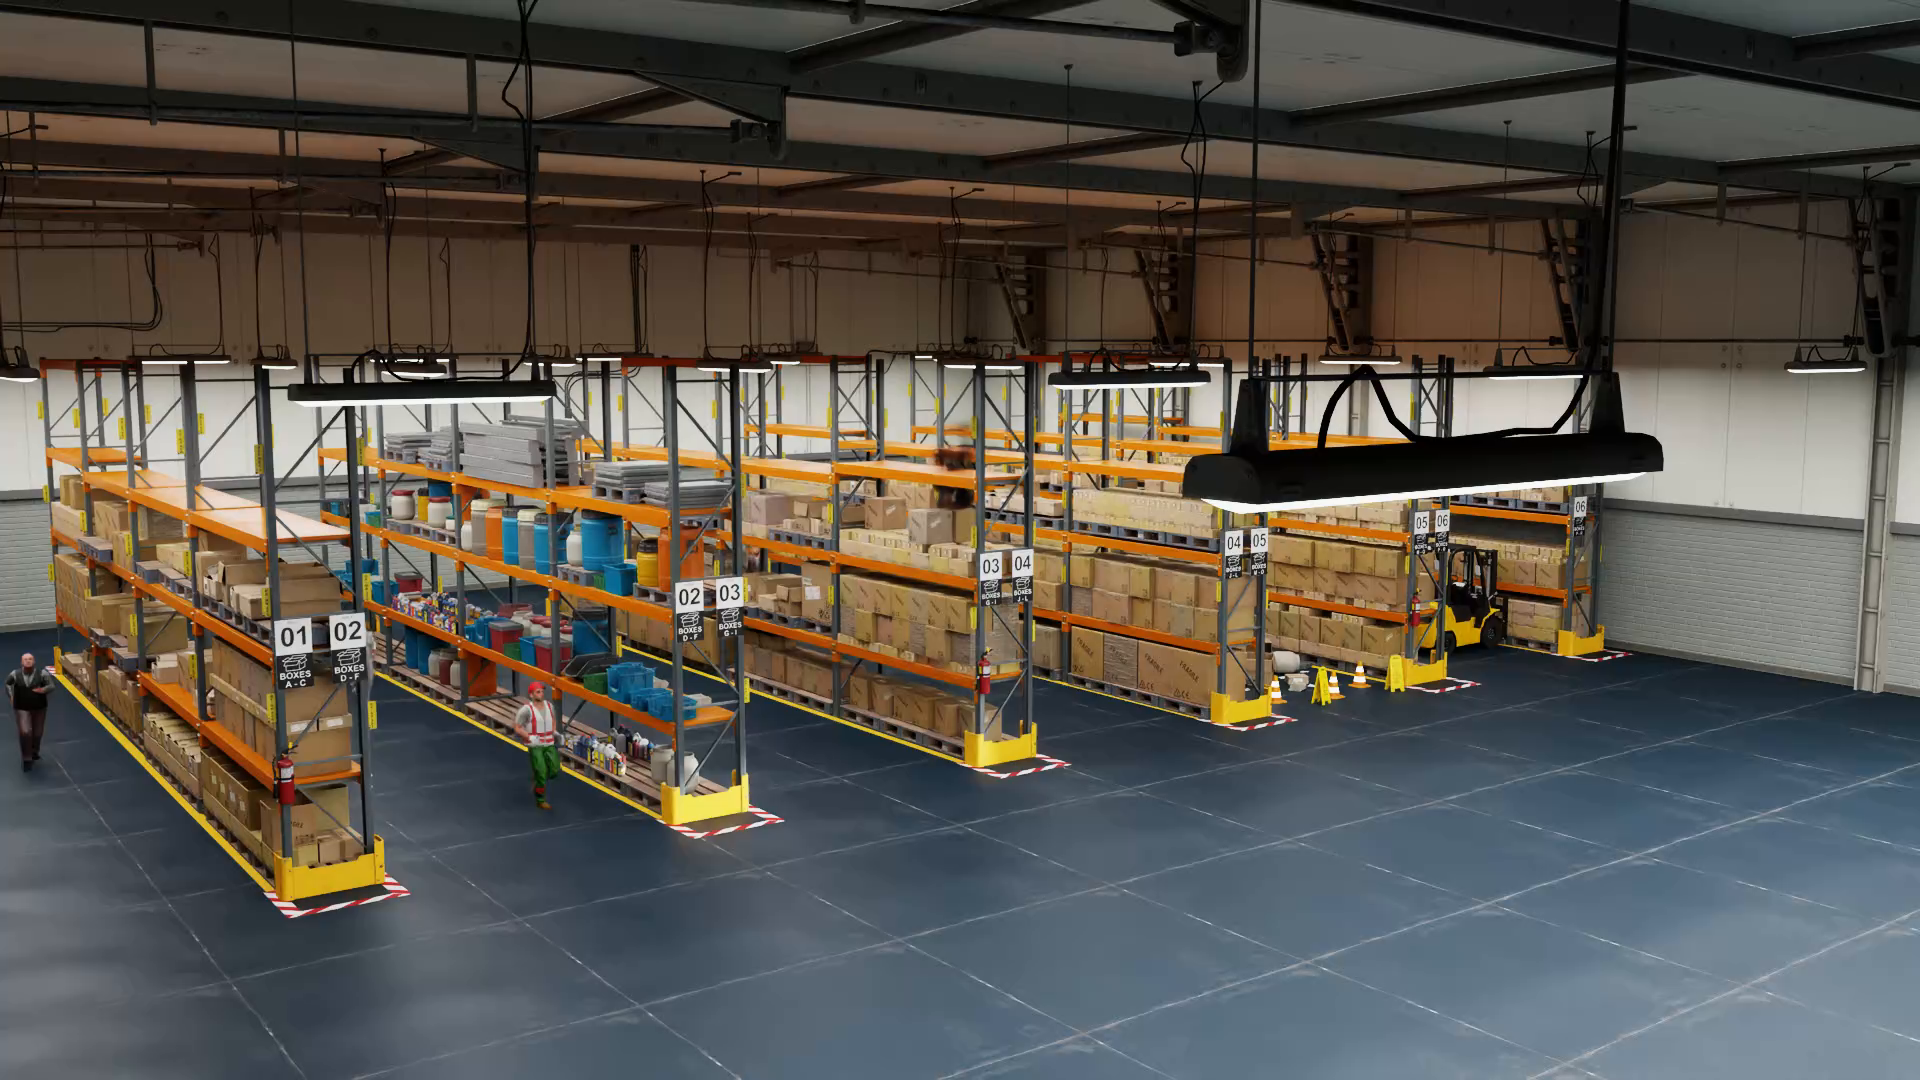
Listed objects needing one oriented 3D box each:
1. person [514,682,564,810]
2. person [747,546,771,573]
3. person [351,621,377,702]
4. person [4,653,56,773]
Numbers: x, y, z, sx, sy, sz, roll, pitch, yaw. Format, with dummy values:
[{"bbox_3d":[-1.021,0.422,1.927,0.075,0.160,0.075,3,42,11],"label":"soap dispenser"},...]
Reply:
[{"bbox_3d":[-5.711,2.775,22.528,0.602,1.742,0.657,6,9,42],"label":"person"},{"bbox_3d":[-4.608,0.942,37.595,0.706,1.771,0.875,-3,8,-26],"label":"person"},{"bbox_3d":[-10.332,2.116,28.759,0.536,1.565,0.651,-6,9,-39],"label":"person"},{"bbox_3d":[-13.775,2.540,24.678,0.635,1.770,0.795,-5,8,-35],"label":"person"}]
